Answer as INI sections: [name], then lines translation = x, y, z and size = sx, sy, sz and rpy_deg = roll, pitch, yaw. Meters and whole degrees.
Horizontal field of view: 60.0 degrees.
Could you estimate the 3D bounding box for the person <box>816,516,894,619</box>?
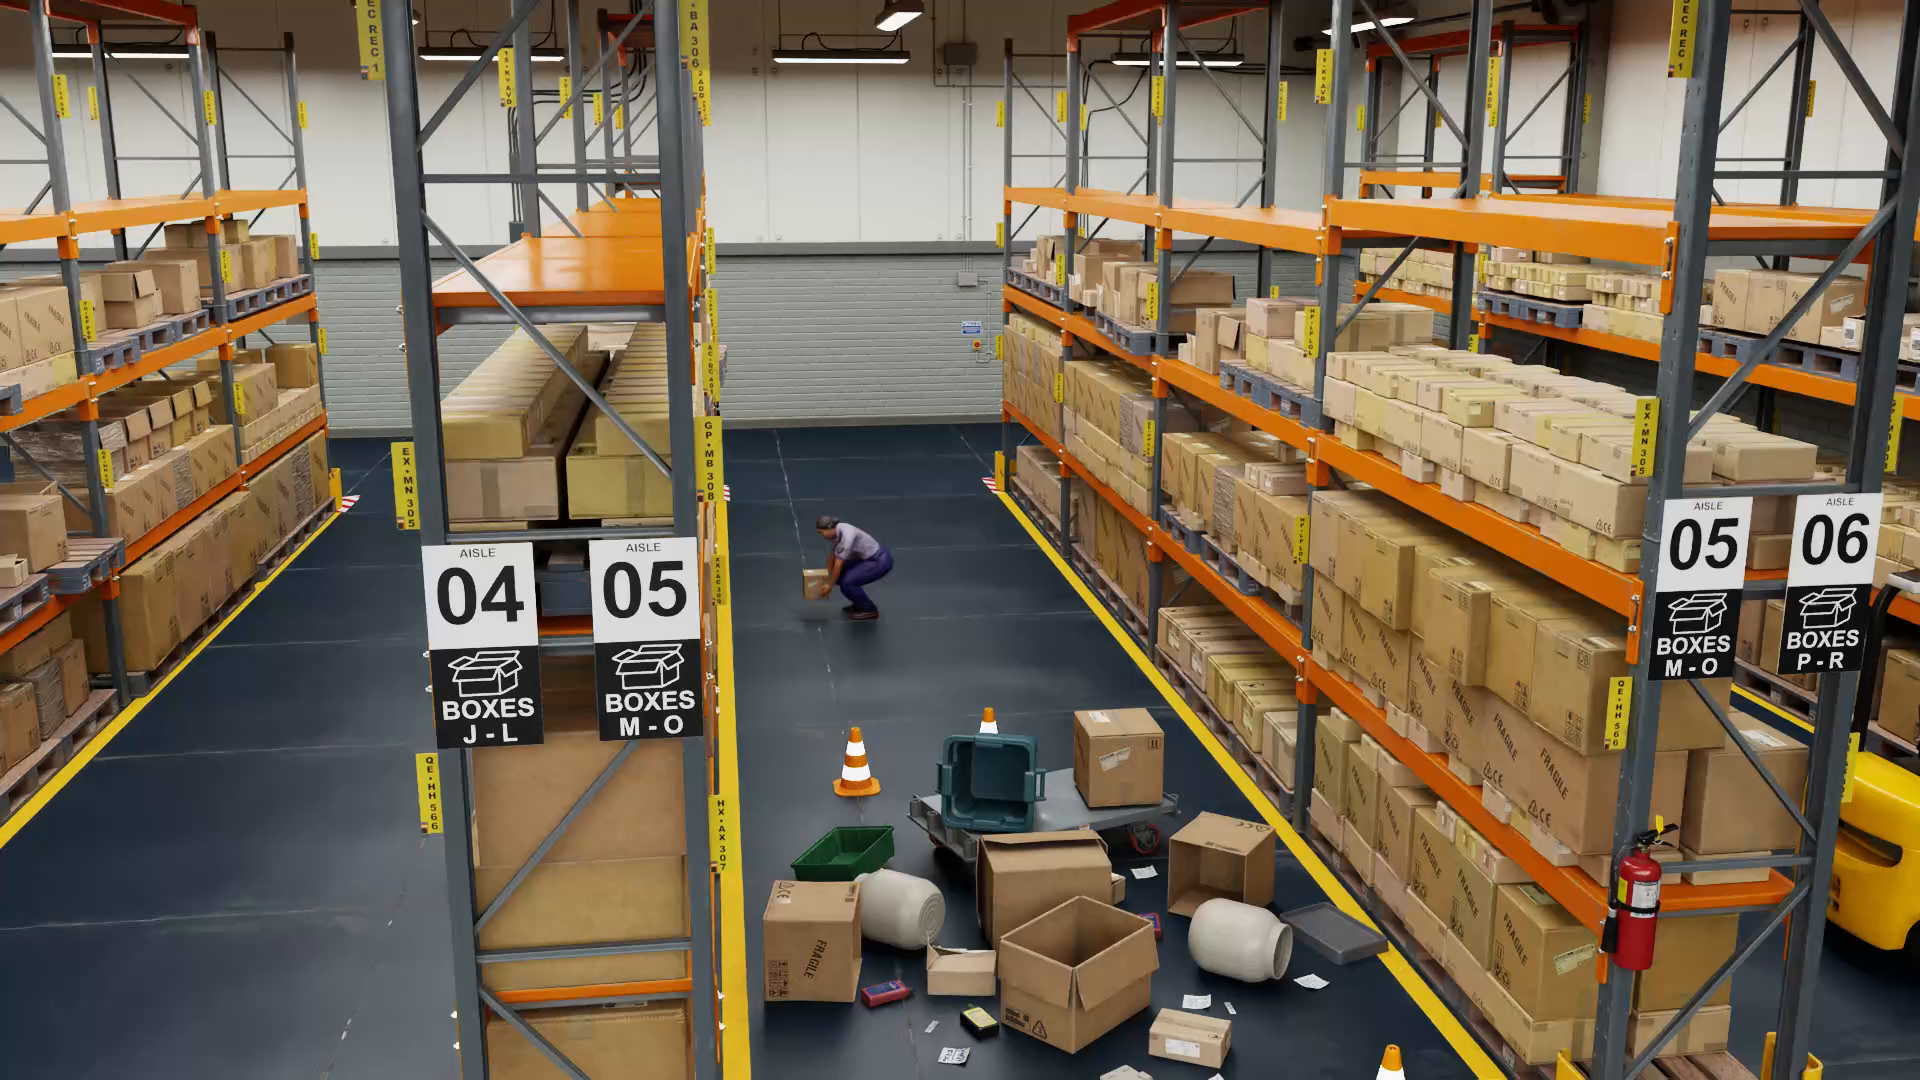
[person]
translation = -1.059, 0.252, 16.759
size = 0.782, 1.053, 0.526
rpy_deg = -2, 13, -8
